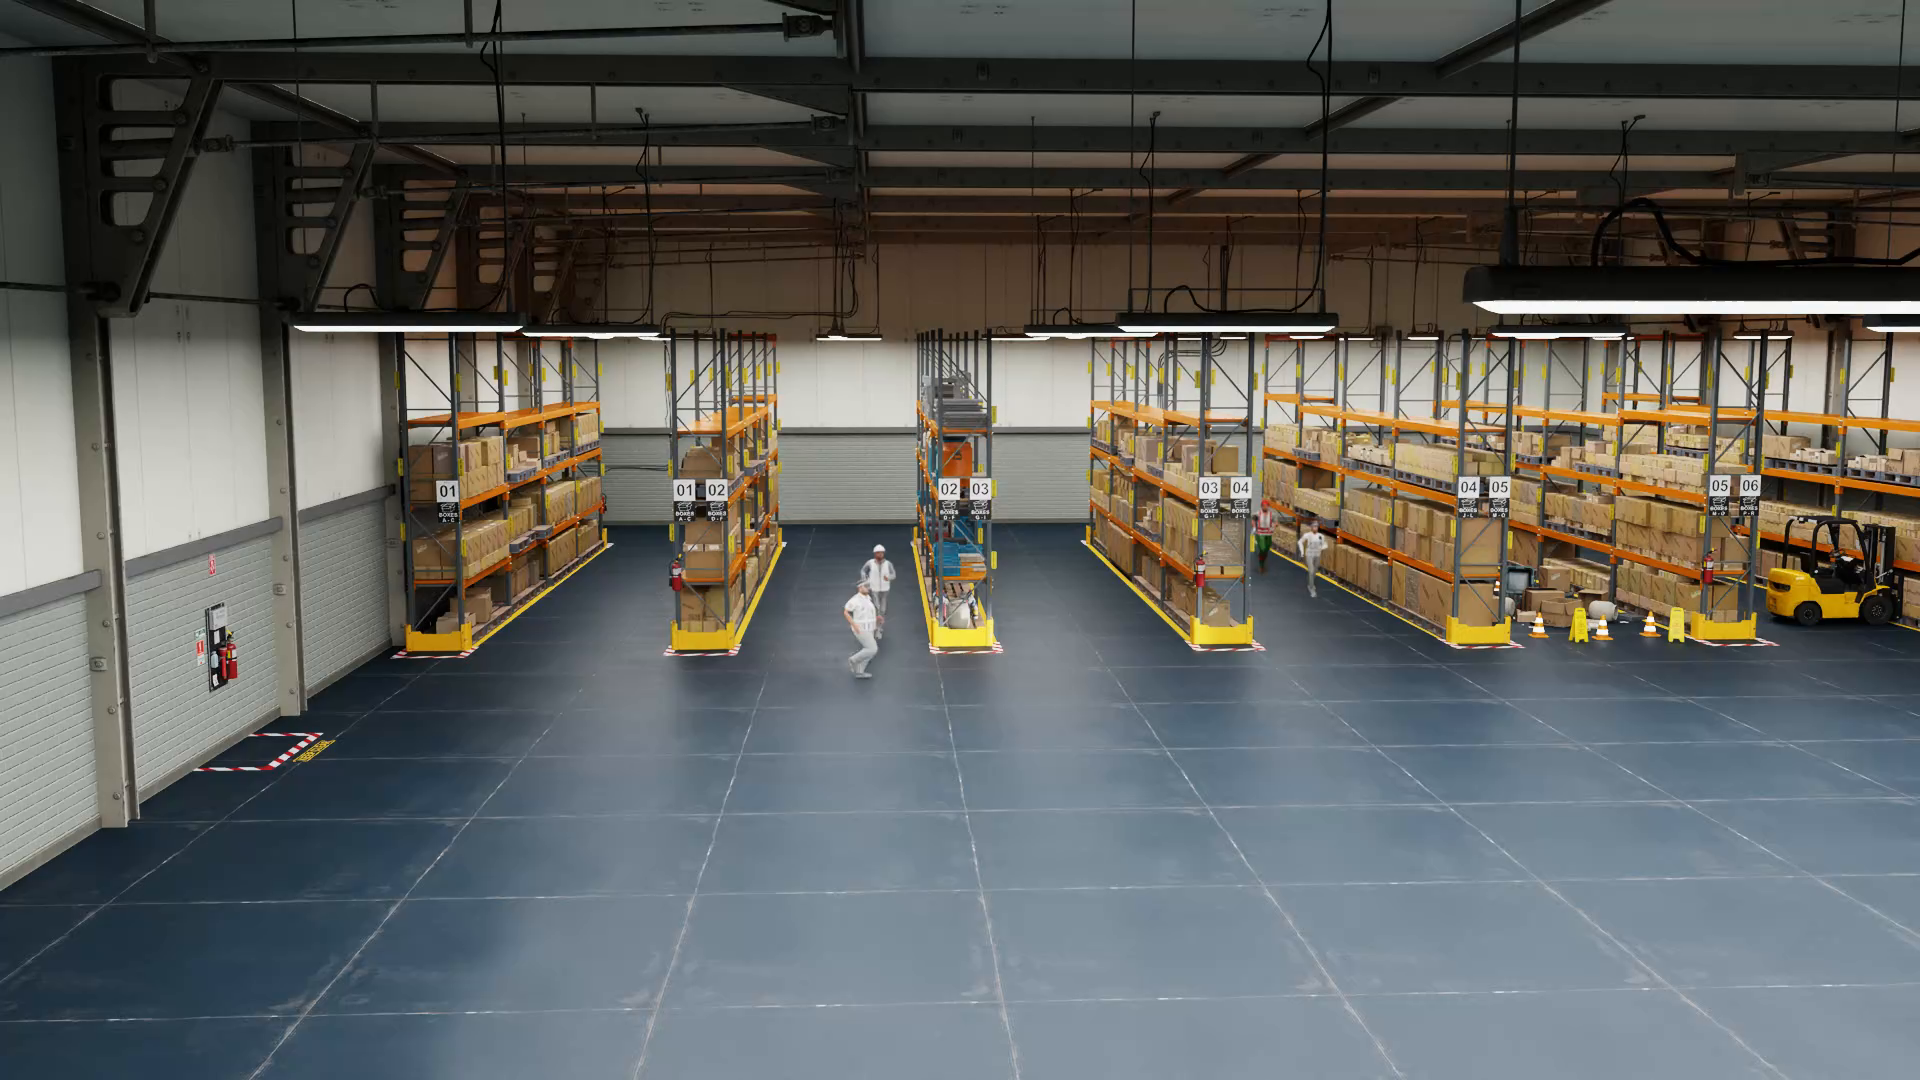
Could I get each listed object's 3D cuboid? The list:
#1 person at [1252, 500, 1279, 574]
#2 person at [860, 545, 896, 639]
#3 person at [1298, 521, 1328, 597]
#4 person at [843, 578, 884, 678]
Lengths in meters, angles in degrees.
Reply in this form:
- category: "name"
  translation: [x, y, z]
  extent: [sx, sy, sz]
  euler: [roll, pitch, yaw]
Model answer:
- category: "person"
  translation: [7.691, -0.097, 41.924]
  extent: [0.644, 1.839, 0.832]
  euler: [0, 7, 1]
- category: "person"
  translation: [-1.581, 0.983, 32.590]
  extent: [0.657, 1.784, 0.872]
  euler: [-2, 7, -16]
- category: "person"
  translation: [8.067, 0.399, 37.936]
  extent: [0.614, 1.702, 0.854]
  euler: [-1, 7, -6]
- category: "person"
  translation: [-1.596, 1.508, 28.465]
  extent: [0.593, 1.733, 0.663]
  euler: [3, 7, 23]
